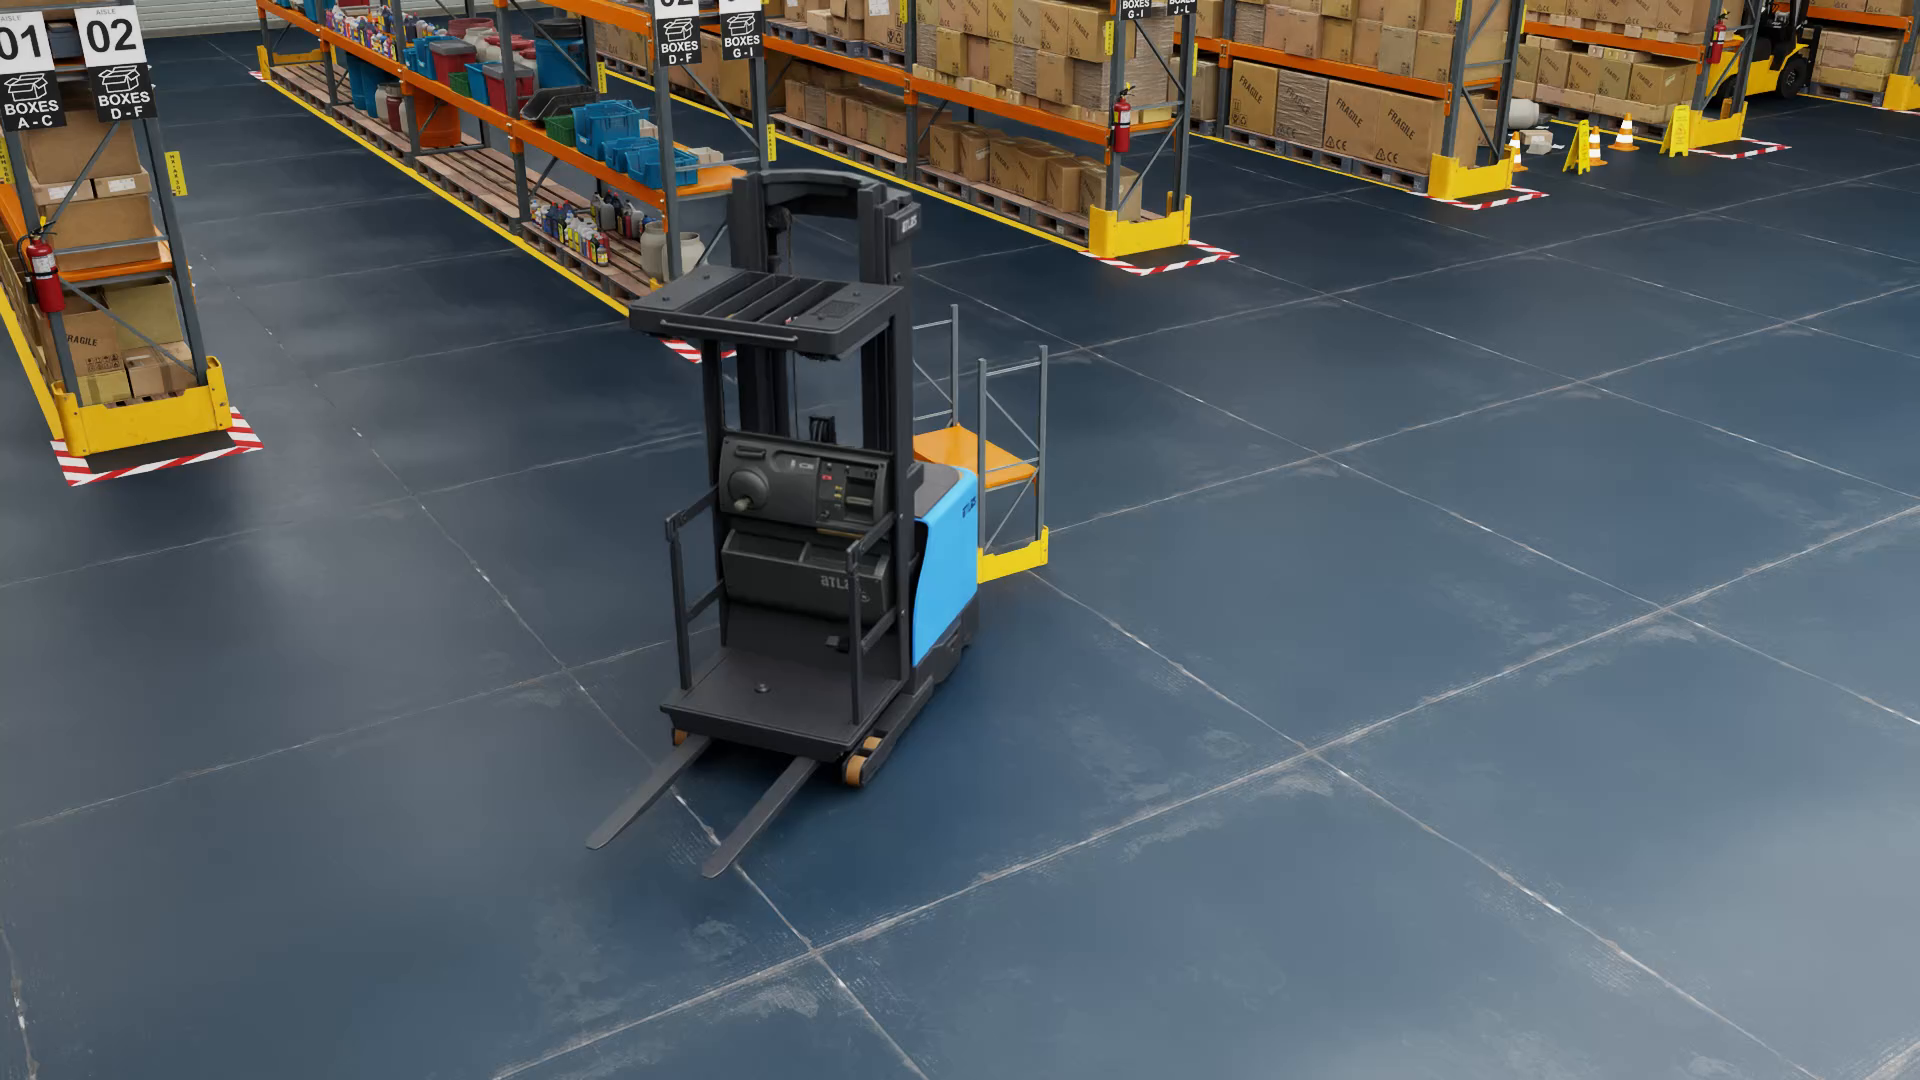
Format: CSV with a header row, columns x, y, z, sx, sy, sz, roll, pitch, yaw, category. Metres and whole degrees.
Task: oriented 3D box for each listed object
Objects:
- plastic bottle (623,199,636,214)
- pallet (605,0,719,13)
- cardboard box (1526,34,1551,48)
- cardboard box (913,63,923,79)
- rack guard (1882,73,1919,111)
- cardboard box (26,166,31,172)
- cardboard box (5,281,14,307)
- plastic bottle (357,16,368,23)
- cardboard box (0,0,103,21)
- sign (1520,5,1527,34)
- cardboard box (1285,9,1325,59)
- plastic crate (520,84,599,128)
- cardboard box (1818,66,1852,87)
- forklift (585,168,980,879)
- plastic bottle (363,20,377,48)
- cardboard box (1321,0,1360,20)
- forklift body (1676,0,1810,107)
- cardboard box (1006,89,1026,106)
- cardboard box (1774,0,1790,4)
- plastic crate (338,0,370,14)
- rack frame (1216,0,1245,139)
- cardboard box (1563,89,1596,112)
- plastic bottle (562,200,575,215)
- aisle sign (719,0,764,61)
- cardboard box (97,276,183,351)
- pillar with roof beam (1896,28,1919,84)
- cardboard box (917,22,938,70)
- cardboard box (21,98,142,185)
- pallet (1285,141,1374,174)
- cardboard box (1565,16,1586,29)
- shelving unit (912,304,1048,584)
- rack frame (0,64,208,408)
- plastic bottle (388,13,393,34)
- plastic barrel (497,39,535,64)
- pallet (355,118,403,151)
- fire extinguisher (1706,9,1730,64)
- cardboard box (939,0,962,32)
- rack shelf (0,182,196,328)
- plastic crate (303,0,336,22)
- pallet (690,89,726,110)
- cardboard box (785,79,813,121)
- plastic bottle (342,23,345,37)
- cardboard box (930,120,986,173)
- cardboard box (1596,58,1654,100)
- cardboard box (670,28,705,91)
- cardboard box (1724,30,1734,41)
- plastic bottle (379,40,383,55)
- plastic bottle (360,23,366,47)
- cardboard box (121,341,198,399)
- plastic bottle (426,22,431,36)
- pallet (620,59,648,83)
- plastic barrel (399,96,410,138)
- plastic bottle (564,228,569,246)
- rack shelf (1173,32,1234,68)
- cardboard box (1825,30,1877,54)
x,y,z,sx,sy,sz,roll,pitch,yaw,category
-3.485,-3.419,17.566,0.144,0.351,0.185,-16,29,-30,plastic bottle
-2.545,-4.924,14.875,1.003,0.211,1.213,-16,29,-30,pallet
8.490,-7.292,24.273,0.380,0.149,0.250,-14,29,-28,cardboard box
-0.344,-5.659,20.018,0.380,0.149,0.250,-16,29,-30,cardboard box
14.447,-6.817,25.106,1.175,0.500,0.348,-16,29,-30,rack guard
-6.980,-2.797,12.784,0.380,0.149,0.250,-16,30,-30,cardboard box
-8.512,-2.322,15.384,0.500,0.250,0.500,-16,29,-30,cardboard box
-8.160,-7.020,22.753,0.152,0.276,0.135,-16,29,-30,plastic bottle
-6.638,-4.044,12.013,0.797,0.503,0.637,-13,28,-26,cardboard box
6.653,-6.163,19.684,0.100,0.325,0.005,-16,29,-30,sign
4.728,-6.566,21.469,0.875,0.550,0.550,-16,29,-30,cardboard box
-4.180,-4.520,17.384,0.767,0.338,0.504,-16,29,-30,plastic crate
13.649,-7.177,25.669,0.500,0.250,0.500,-16,29,-30,cardboard box
-0.885,-0.253,8.352,1.130,2.935,3.031,9,27,19,forklift
-7.797,-6.694,21.975,0.144,0.351,0.185,-16,29,-30,plastic bottle
5.047,-6.873,20.854,0.875,0.550,0.500,-16,29,-30,cardboard box
11.870,-7.826,25.307,2.313,2.155,1.214,-16,29,-30,forklift body
0.739,-4.941,18.497,0.380,0.149,0.250,-16,29,-30,cardboard box
13.106,-8.664,25.973,0.500,0.500,0.500,-15,29,-29,cardboard box
-9.004,-8.060,24.666,0.402,0.464,0.583,-16,29,-30,plastic crate
4.001,-7.039,22.647,1.000,3.000,0.127,-16,29,-30,rack frame
9.044,-6.344,23.904,0.500,0.250,0.500,-17,30,-31,cardboard box
-4.146,-3.414,17.557,0.144,0.351,0.185,-16,29,-30,plastic bottle
-1.891,-4.553,14.335,0.394,0.787,0.004,-16,29,-30,aisle sign
-6.709,-1.889,13.589,0.500,0.500,0.500,-16,29,-30,cardboard box
11.202,-10.125,22.157,9.100,9.000,0.400,-16,29,-30,pillar with roof beam
-0.016,-5.924,19.819,0.875,0.500,0.500,-16,29,-30,cardboard box
-6.601,-3.002,12.459,0.700,0.500,0.500,-15,29,-29,cardboard box
5.021,-5.051,21.703,1.003,0.211,1.213,-16,29,-30,pallet
8.848,-7.385,23.673,0.380,0.149,0.250,-16,29,-30,cardboard box
0.042,-0.651,10.872,0.587,1.500,1.083,-16,29,-30,shelving unit
-6.328,-2.181,12.357,1.000,3.000,0.127,-16,29,-30,rack frame
-7.860,-7.156,23.046,0.097,0.271,0.097,0,25,0,plastic bottle
-5.098,-5.482,19.190,0.433,0.535,0.433,0,25,0,plastic barrel
-7.670,-5.643,22.957,1.003,0.211,1.213,-16,29,-30,pallet
9.954,-6.615,21.839,0.296,0.674,0.183,-16,29,-30,fire extinguisher
0.097,-6.153,19.133,0.500,0.500,0.500,-16,29,-30,cardboard box
-7.420,-2.571,14.026,1.077,0.370,4.000,-16,29,-30,rack shelf
-9.267,-7.734,24.068,0.392,0.384,0.575,-16,29,-30,plastic crate
-3.422,-6.825,25.459,1.003,0.211,1.213,-16,29,-30,pallet
-2.011,-6.184,23.248,0.700,0.500,0.500,-17,30,-32,cardboard box
-8.447,-7.034,22.869,0.097,0.201,0.097,0,25,0,plastic bottle
-0.025,-4.827,20.397,0.500,0.500,0.500,-17,30,-31,cardboard box
9.334,-6.495,23.346,0.500,0.500,0.500,-14,29,-28,cardboard box
-3.722,-7.466,25.549,1.225,0.875,0.875,-17,30,-31,cardboard box
10.265,-6.854,22.550,0.380,0.149,0.250,-15,29,-29,cardboard box
-7.454,-6.384,21.492,0.097,0.201,0.097,0,25,0,plastic bottle
-7.919,-6.711,22.089,0.061,0.283,0.133,-16,29,-30,plastic bottle
-6.434,-1.372,13.371,0.500,0.250,0.500,-16,29,-30,cardboard box
-7.101,-6.797,22.271,0.061,0.283,0.133,-16,29,-30,plastic bottle
-4.926,-7.810,27.547,1.003,0.211,1.213,-16,29,-30,pallet
-7.207,-5.613,22.048,0.421,0.512,0.421,0,25,0,plastic barrel
-4.028,-3.139,17.148,0.097,0.201,0.097,0,25,0,plastic bottle
2.910,-7.429,24.316,1.077,0.370,4.000,-16,29,-30,rack shelf
13.638,-7.628,25.453,0.500,0.250,0.500,-15,29,-29,cardboard box
